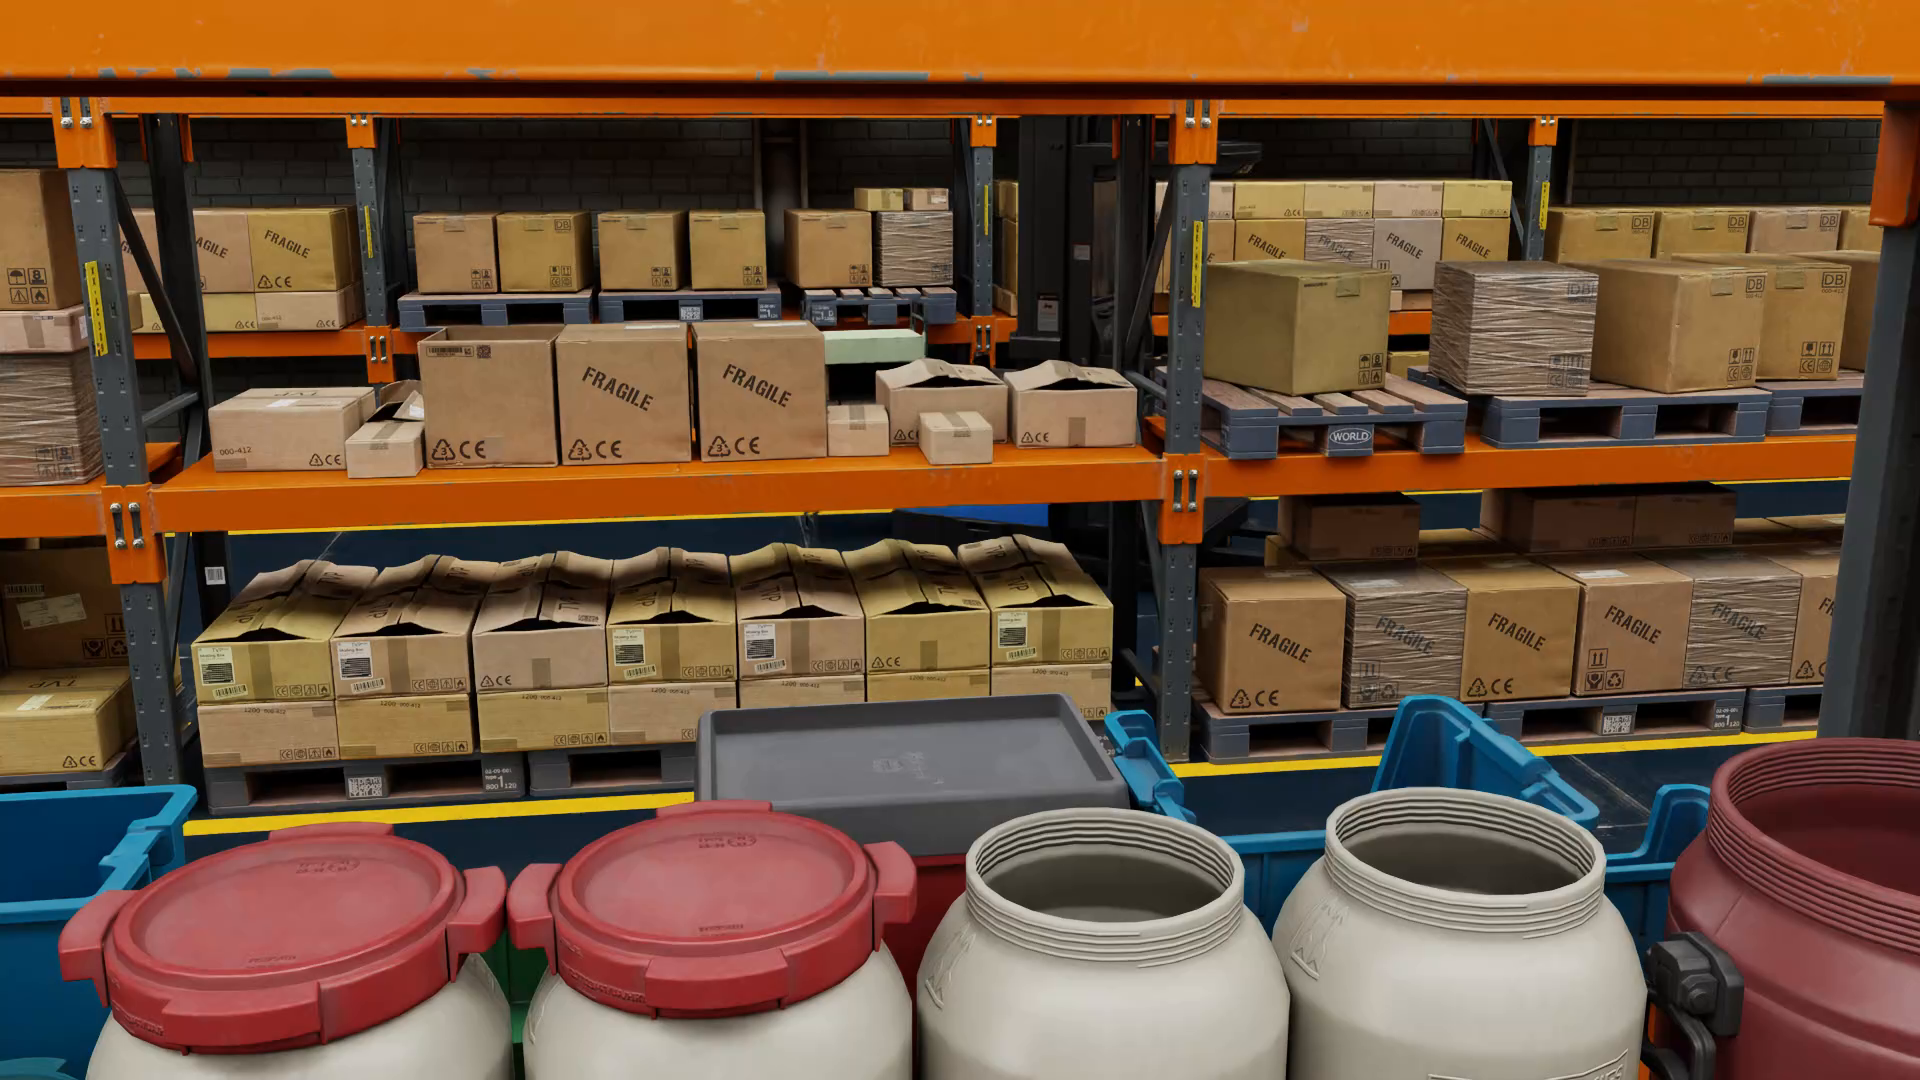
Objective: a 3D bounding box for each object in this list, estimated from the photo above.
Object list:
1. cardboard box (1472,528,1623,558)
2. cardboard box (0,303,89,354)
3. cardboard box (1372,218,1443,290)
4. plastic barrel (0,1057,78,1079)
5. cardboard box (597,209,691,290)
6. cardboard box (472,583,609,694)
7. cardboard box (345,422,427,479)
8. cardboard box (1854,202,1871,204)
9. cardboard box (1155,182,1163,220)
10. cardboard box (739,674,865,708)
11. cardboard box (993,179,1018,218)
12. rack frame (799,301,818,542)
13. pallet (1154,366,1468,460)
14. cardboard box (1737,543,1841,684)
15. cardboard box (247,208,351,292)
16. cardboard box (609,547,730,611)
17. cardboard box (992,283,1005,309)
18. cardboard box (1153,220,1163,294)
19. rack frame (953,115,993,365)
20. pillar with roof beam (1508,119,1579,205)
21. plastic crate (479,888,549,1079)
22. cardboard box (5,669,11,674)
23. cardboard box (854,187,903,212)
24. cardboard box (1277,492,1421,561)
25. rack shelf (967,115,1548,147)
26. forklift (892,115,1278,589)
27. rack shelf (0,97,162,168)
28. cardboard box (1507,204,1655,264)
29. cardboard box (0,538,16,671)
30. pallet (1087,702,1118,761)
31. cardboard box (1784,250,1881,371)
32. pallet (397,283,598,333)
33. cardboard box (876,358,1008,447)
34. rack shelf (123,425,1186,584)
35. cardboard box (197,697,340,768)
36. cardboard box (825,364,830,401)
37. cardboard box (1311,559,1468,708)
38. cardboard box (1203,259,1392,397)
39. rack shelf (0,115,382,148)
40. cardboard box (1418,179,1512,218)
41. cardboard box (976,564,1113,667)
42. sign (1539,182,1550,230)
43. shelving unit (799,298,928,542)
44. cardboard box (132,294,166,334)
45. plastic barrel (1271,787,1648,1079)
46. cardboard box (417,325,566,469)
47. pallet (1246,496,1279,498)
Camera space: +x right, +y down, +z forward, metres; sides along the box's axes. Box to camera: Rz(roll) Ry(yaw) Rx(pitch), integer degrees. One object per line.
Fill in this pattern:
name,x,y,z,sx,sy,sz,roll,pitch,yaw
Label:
cardboard box,2.747,0.235,7.854,0.500,0.500,0.500,-3,14,-10
cardboard box,-3.365,-0.792,6.173,0.250,0.149,0.380,-2,14,-8
cardboard box,3.119,-2.076,11.974,0.500,0.500,0.500,-2,14,-8
plastic barrel,-1.062,0.758,1.819,0.301,0.262,0.301,0,14,0
cardboard box,-2.161,-2.003,11.434,0.500,0.500,0.700,0,14,-1
cardboard box,-1.675,0.377,6.689,0.500,0.311,0.500,-3,14,-10
cardboard box,-2.221,-0.351,6.472,0.250,0.149,0.380,-2,14,-8
cardboard box,7.494,-2.241,12.874,0.700,0.700,0.980,-1,14,-6
cardboard box,1.105,-2.367,11.593,0.500,0.250,0.500,-2,14,-9
cardboard box,-0.663,0.610,6.913,0.500,0.250,0.500,-2,14,-7
cardboard box,0.496,-2.471,12.010,0.500,0.250,0.500,-2,14,-7
rack frame,-0.973,-0.763,10.681,0.023,1.500,0.400,-4,15,-14
pallet,1.487,-0.583,7.276,1.003,0.211,1.213,-2,14,-8
cardboard box,3.848,0.322,7.506,0.500,0.500,0.500,-2,14,-8
cardboard box,-4.291,-1.891,10.820,0.500,0.500,0.500,-2,14,-8
cardboard box,-1.265,0.229,7.278,0.500,0.311,0.500,-2,14,-9
cardboard box,0.370,-1.788,12.159,0.250,0.149,0.380,-2,14,-7
cardboard box,1.124,-2.002,11.679,0.500,0.500,0.500,-2,14,-6
rack frame,0.086,-1.826,11.838,0.127,3.000,1.000,-2,14,-8
pillar with roof beam,5.246,-4.079,8.488,0.400,9.000,9.100,-2,14,-8
plastic crate,-0.713,0.673,2.306,0.662,0.188,0.450,-2,14,-8
cardboard box,-4.127,0.601,6.949,0.500,0.250,0.500,-2,14,-8
cardboard box,-0.567,-2.368,11.554,0.250,0.149,0.380,-5,15,-18
cardboard box,1.773,-0.093,7.619,0.500,0.250,0.500,-2,14,-6
rack shelf,2.064,-3.005,11.850,4.000,0.370,1.077,-2,14,-8
forklift,1.142,-1.264,9.735,3.031,2.935,1.130,7,15,24
rack shelf,-5.105,-1.524,5.943,4.000,0.370,1.077,-2,14,-8
cardboard box,4.580,-2.133,12.442,0.700,0.700,0.980,-2,14,-7
cardboard box,-4.126,0.238,6.855,0.500,0.500,0.500,-2,14,-8
pallet,0.008,0.738,7.345,1.213,0.211,1.003,-2,14,-8
cardboard box,4.281,-1.069,7.748,0.500,0.500,0.700,-7,16,-27
pallet,-3.092,-1.581,11.254,1.213,0.211,1.003,-2,14,-8
cardboard box,-0.086,-0.606,7.155,0.500,0.311,0.500,-2,14,-9
rack shelf,-1.150,-0.214,6.886,4.000,0.370,1.077,-2,14,-8
cardboard box,-2.692,0.685,6.613,0.500,0.250,0.500,-2,14,-10
cardboard box,-1.191,-1.147,11.821,0.500,0.250,0.500,-2,14,-7
cardboard box,1.837,0.396,7.211,0.500,0.500,0.500,-3,14,-10
cardboard box,1.434,-0.937,7.223,0.500,0.500,0.700,-7,16,-27
rack shelf,-5.847,-2.715,10.694,4.000,0.370,1.077,-2,14,-8
cardboard box,3.618,-2.459,11.961,0.500,0.250,0.500,-2,14,-7
cardboard box,0.346,0.301,6.991,0.500,0.311,0.500,-2,14,-7
sign,4.132,-2.364,11.766,0.005,0.325,0.100,-2,14,-8
shelving unit,-0.618,-0.785,10.769,0.755,1.500,0.431,-4,15,-14
cardboard box,-5.282,-1.490,10.765,0.500,0.250,0.500,-2,14,-9
plastic barrel,0.576,0.591,1.969,0.421,0.512,0.421,0,14,0
cardboard box,-1.845,-0.581,6.669,0.500,0.500,0.500,-1,14,-4
pallet,2.081,-0.528,12.392,1.213,0.211,1.003,-2,14,-8
